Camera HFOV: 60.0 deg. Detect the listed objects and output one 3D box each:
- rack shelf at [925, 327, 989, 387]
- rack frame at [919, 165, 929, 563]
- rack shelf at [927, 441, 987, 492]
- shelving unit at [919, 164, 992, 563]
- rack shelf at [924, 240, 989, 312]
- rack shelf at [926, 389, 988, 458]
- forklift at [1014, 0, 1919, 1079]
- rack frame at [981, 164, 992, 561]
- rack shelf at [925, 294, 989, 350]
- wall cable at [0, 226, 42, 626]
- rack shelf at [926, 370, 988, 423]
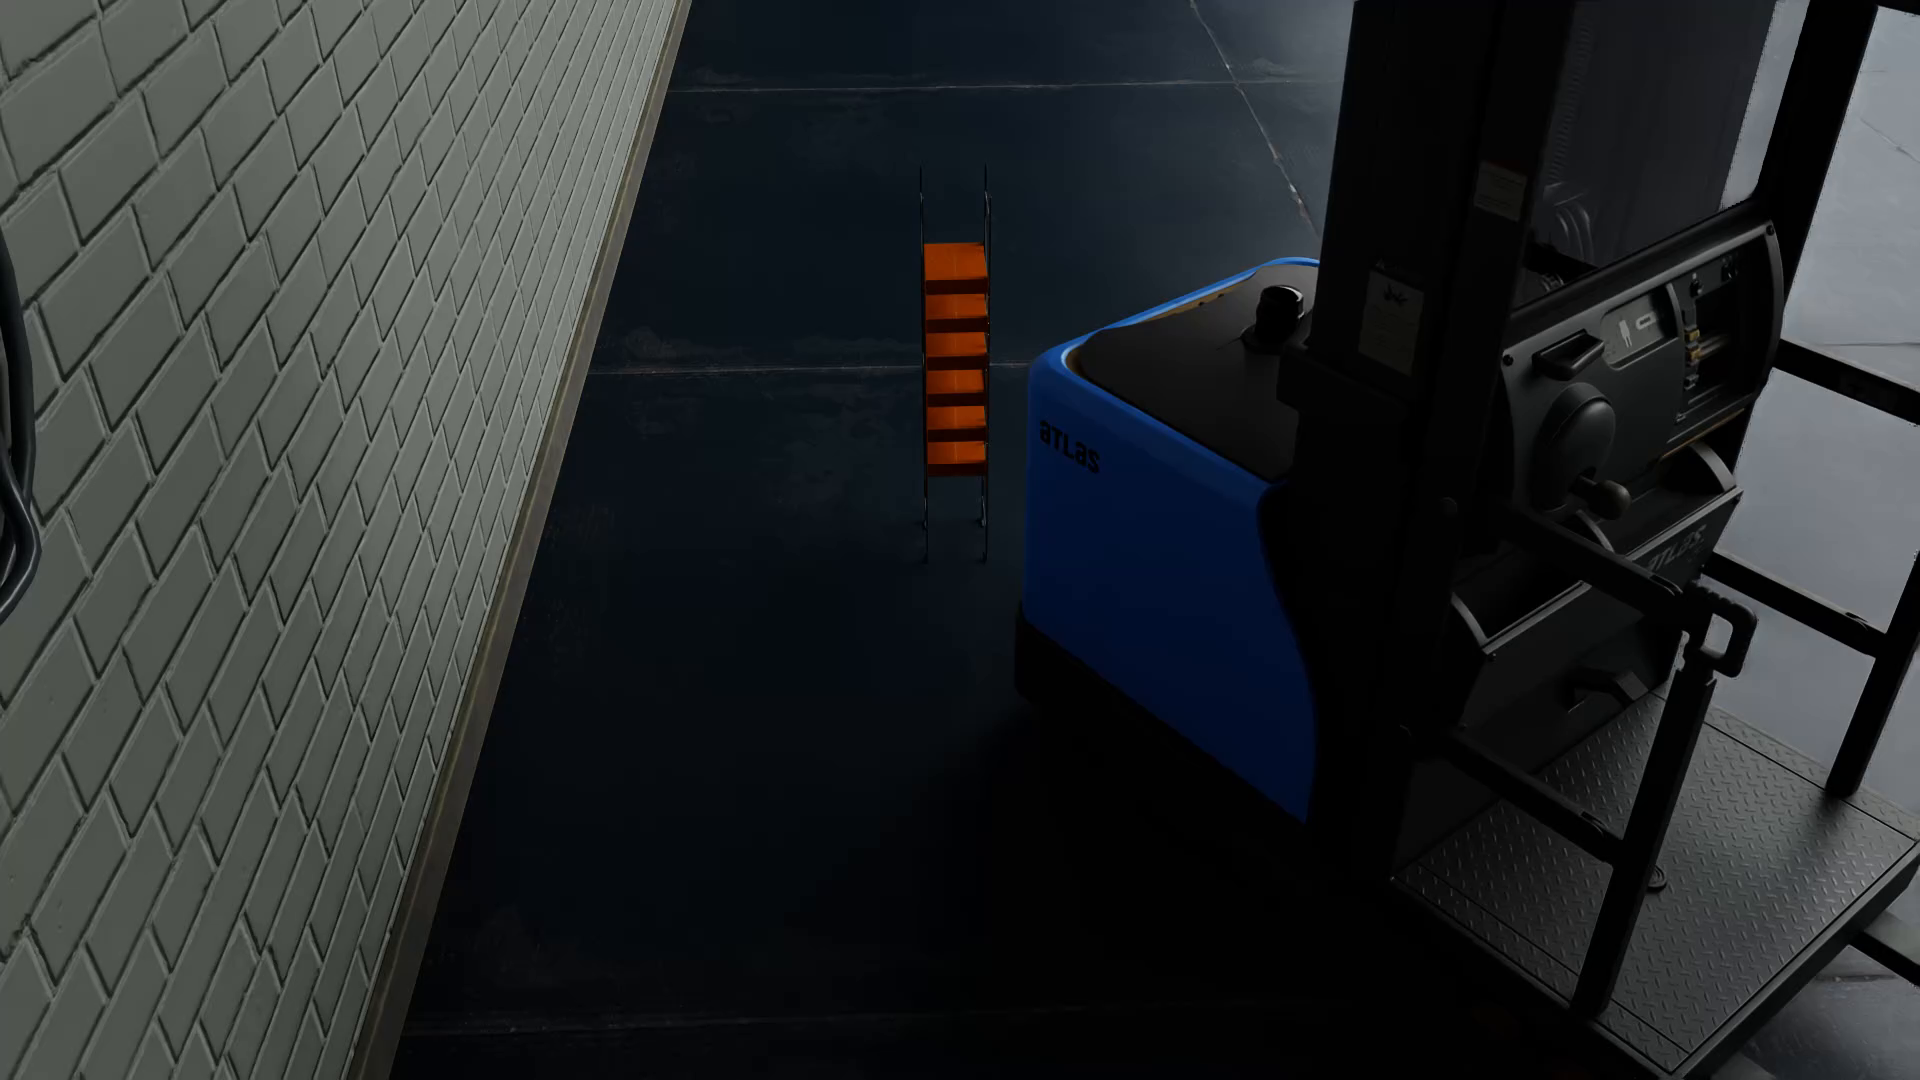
[{"bbox_3d":[-0.014,-0.555,4.865,0.180,0.103,0.258,-2,35,-2],"label":"rack shelf"},{"bbox_3d":[-0.106,-0.491,4.904,0.006,1.200,0.240,-2,35,-2],"label":"rack frame"},{"bbox_3d":[-0.014,-0.259,5.070,0.180,0.103,0.258,-2,35,-2],"label":"rack shelf"},{"bbox_3d":[-0.014,-0.493,4.908,0.189,1.200,0.258,-2,35,-2],"label":"shelving unit"},{"bbox_3d":[-0.014,-0.752,4.728,0.180,0.103,0.258,-2,35,-2],"label":"rack shelf"},{"bbox_3d":[-0.014,-0.358,5.002,0.180,0.103,0.258,-2,35,-2],"label":"rack shelf"},{"bbox_3d":[1.465,-0.285,3.086,1.130,2.935,3.031,-25,42,-31],"label":"forklift"},{"bbox_3d":[0.077,-0.495,4.912,0.006,1.200,0.240,-2,35,-2],"label":"rack frame"},{"bbox_3d":[-0.014,-0.654,4.797,0.180,0.103,0.258,-2,35,-2],"label":"rack shelf"},{"bbox_3d":[-1.115,-0.200,0.360,0.112,2.526,3.097,-2,35,-2],"label":"wall cable"},{"bbox_3d":[-0.014,-0.456,4.933,0.180,0.103,0.258,-2,35,-2],"label":"rack shelf"}]
